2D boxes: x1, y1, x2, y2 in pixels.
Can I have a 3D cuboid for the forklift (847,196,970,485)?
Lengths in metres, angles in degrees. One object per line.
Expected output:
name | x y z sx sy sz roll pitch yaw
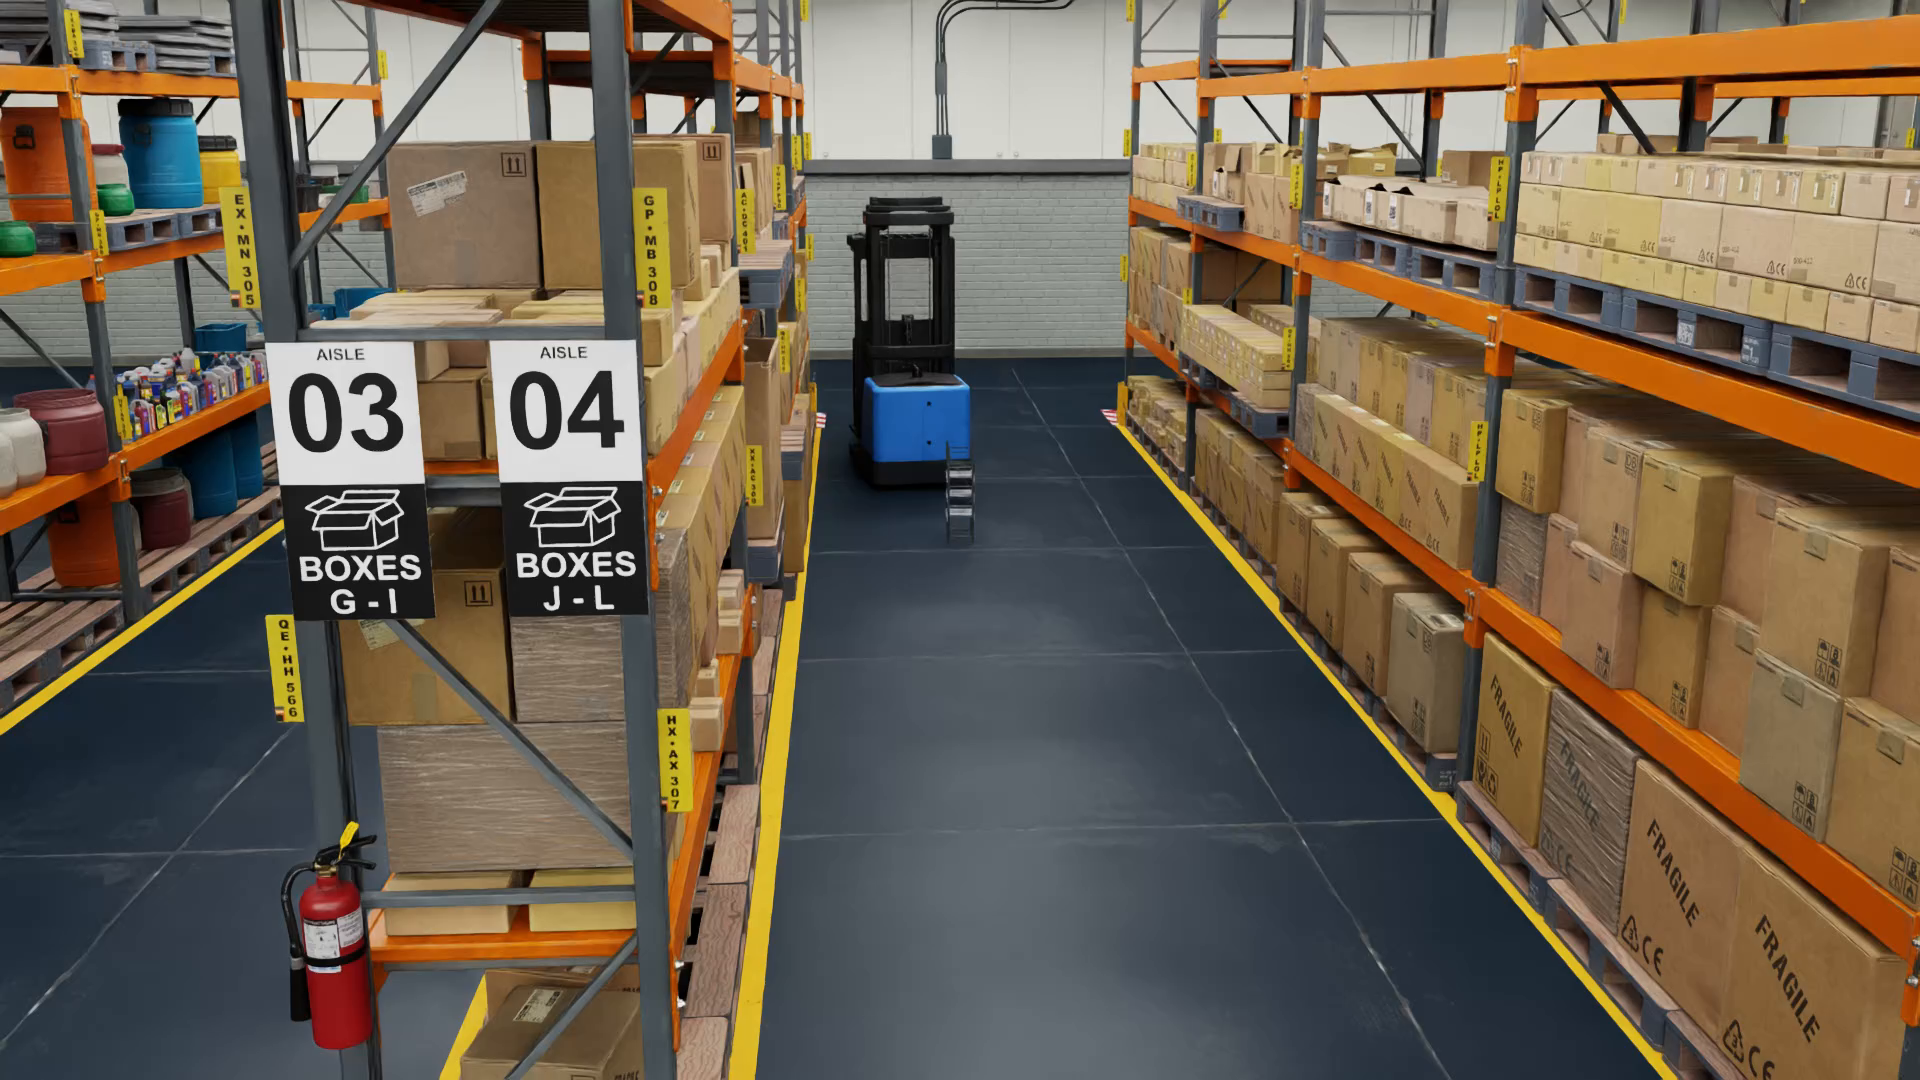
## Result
forklift | -0.646 -2.310 18.345 1.130 2.935 3.031 -3 15 -10

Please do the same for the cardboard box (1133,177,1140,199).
cardboard box | 2.347 -4.212 19.881 0.500 0.250 0.500 0 14 -1

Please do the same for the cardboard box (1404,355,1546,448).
cardboard box | 3.217 -0.872 10.414 0.700 0.500 0.500 -1 14 -3

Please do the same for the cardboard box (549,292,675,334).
cardboard box | -1.181 -0.758 5.655 0.380 0.149 0.250 0 14 -1

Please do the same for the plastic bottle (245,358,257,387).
plastic bottle | -6.708 -1.581 15.622 0.152 0.276 0.135 -1 14 -3

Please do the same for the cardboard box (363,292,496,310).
cardboard box | -1.784 -0.749 5.622 0.380 0.149 0.250 -1 14 -3

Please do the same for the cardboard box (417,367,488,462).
cardboard box | -1.674 -0.413 5.115 0.500 0.250 0.500 -1 14 -2

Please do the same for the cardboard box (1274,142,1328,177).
cardboard box | 2.739 -3.053 13.341 0.396 0.266 0.258 -1 14 -3

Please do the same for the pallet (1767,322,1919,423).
pallet | 3.509 -0.562 5.573 1.003 0.211 1.213 -1 14 -3

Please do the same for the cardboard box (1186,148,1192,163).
cardboard box | 2.504 -3.907 16.893 0.380 0.149 0.250 -1 14 -2

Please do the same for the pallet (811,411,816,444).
pallet | -2.255 -1.348 20.064 1.003 0.211 1.213 -1 14 -3

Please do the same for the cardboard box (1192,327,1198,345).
cardboard box | 2.422 -1.945 15.852 0.380 0.149 0.250 -1 14 -2

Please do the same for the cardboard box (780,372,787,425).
cardboard box | -1.645 -1.080 13.226 0.500 0.500 0.500 0 14 -2

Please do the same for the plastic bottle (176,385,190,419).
plastic bottle | -6.560 -1.174 14.027 0.061 0.283 0.133 -1 14 -3

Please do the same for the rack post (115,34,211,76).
rack post | -6.825 -3.986 13.687 0.937 0.300 0.954 1 14 3

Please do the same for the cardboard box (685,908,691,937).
cardboard box | -1.494 1.491 7.607 0.500 0.500 0.500 -2 15 -8

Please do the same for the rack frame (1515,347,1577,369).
rack frame | 7.509 -3.049 21.080 1.000 3.000 0.127 -1 14 -3

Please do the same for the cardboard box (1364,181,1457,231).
cardboard box | 2.958 -2.183 10.831 0.500 0.311 0.500 -1 14 -4

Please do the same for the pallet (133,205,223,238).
pallet | -6.859 -2.710 14.123 1.003 0.211 1.213 -1 14 -3

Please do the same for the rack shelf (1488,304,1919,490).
rack shelf | 3.442 -0.570 6.868 1.077 0.370 4.000 -1 14 -3

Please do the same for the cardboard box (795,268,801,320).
cardboard box | -1.932 -2.581 17.462 0.500 0.500 0.500 -1 14 -3

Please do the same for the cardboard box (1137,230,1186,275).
cardboard box | 2.375 -3.383 19.574 0.500 0.500 0.500 0 14 -2

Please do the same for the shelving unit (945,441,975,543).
shelving unit | 0.000 -0.438 15.146 0.258 0.900 0.210 -1 14 -3

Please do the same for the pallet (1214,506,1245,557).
pallet | 2.951 -0.104 15.231 1.003 0.211 1.213 -1 14 -3

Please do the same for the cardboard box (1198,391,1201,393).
cardboard box | 2.986 -1.673 19.418 0.380 0.149 0.250 0 14 -1

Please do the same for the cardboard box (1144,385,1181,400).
cardboard box | 2.391 -1.731 19.642 0.380 0.149 0.250 -2 15 -6

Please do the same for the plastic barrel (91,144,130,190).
plastic barrel | -7.090 -2.990 13.717 0.433 0.535 0.433 0 14 0

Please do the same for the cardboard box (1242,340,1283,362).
cardboard box | 2.553 -1.570 13.799 0.380 0.149 0.250 0 14 -2

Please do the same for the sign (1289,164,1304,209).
sign | 2.528 -2.653 12.483 0.100 0.325 0.005 -1 14 -3

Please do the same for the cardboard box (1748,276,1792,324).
cardboard box | 3.144 -0.882 6.097 0.380 0.149 0.250 -1 14 -4

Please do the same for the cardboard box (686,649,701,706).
cardboard box | -1.555 0.382 6.949 0.875 0.500 0.500 -1 14 -3

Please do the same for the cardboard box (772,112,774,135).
cardboard box | -2.267 -4.509 17.987 0.500 0.250 0.500 -1 14 -5

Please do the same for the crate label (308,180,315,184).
crate label | -7.591 -3.966 18.921 0.408 0.251 0.502 -1 14 -3

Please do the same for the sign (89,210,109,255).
sign | -6.281 -2.242 12.134 0.100 0.325 0.005 -1 14 -3

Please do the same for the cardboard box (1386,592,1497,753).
cardboard box | 3.190 0.770 9.908 1.050 0.750 0.750 -1 14 -4

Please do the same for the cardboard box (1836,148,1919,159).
cardboard box | 7.753 -3.007 13.854 0.700 0.500 0.500 -2 15 -6

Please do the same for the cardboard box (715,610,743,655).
cardboard box | -1.244 0.445 8.005 0.380 0.149 0.250 -1 14 -3

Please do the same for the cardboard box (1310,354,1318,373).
cardboard box | 3.186 -1.503 14.137 0.380 0.149 0.250 -1 14 -3

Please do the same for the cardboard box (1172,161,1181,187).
cardboard box | 2.519 -3.815 17.336 0.500 0.250 0.500 -1 15 -6

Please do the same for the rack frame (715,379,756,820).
rack frame | -1.639 0.089 8.886 1.000 3.000 0.127 -1 14 -3

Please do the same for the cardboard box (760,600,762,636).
cardboard box | -1.778 0.395 11.827 0.700 0.500 0.500 -2 15 -8

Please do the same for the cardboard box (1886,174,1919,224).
cardboard box | 3.192 -1.078 5.259 0.380 0.149 0.250 -1 14 -3

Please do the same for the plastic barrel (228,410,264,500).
plastic barrel | -7.061 -0.876 16.004 0.600 0.901 0.708 -1 14 -3

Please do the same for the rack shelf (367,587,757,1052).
rack shelf | -1.515 0.934 7.042 1.077 0.370 4.000 -1 14 -3

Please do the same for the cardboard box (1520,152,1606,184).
cardboard box | 3.001 -1.836 8.207 0.380 0.149 0.250 -1 14 -3

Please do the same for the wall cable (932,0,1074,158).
wall cable | 0.708 -8.819 25.009 2.277 5.999 0.120 -1 14 -3

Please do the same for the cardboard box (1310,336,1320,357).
cardboard box | 3.189 -1.639 14.068 0.380 0.149 0.250 -1 15 -6

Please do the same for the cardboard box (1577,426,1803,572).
cardboard box | 3.353 -0.195 7.519 0.875 0.550 0.550 -1 14 -3

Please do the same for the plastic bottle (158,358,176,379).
plastic bottle | -7.407 -1.552 15.513 0.152 0.276 0.135 -1 14 -3

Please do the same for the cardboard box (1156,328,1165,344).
cardboard box | 2.402 -2.286 18.619 0.380 0.149 0.250 -1 14 -2

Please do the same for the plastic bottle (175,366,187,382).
plastic bottle | -7.283 -1.523 15.548 0.097 0.201 0.097 0 14 0

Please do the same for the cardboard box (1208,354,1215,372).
cardboard box | 2.474 -1.604 15.127 0.380 0.149 0.250 -1 14 -4

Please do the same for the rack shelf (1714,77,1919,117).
rack shelf | 7.880 -3.920 14.672 1.077 0.370 4.000 -1 14 -3

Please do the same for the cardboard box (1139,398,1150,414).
cardboard box | 2.322 -1.586 19.675 0.380 0.149 0.250 0 14 -2

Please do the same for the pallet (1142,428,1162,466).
pallet | 2.667 -1.073 18.995 1.003 0.211 1.213 -1 14 -3

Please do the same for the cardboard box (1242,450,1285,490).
cardboard box | 2.724 -0.605 14.251 0.500 0.250 0.500 -1 14 -3

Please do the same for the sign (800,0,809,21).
sign | -1.840 -6.297 19.630 0.100 0.325 0.005 -1 14 -3

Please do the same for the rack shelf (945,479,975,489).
rack shelf | 0.000 -0.493 15.132 0.258 0.077 0.200 -1 14 -3
